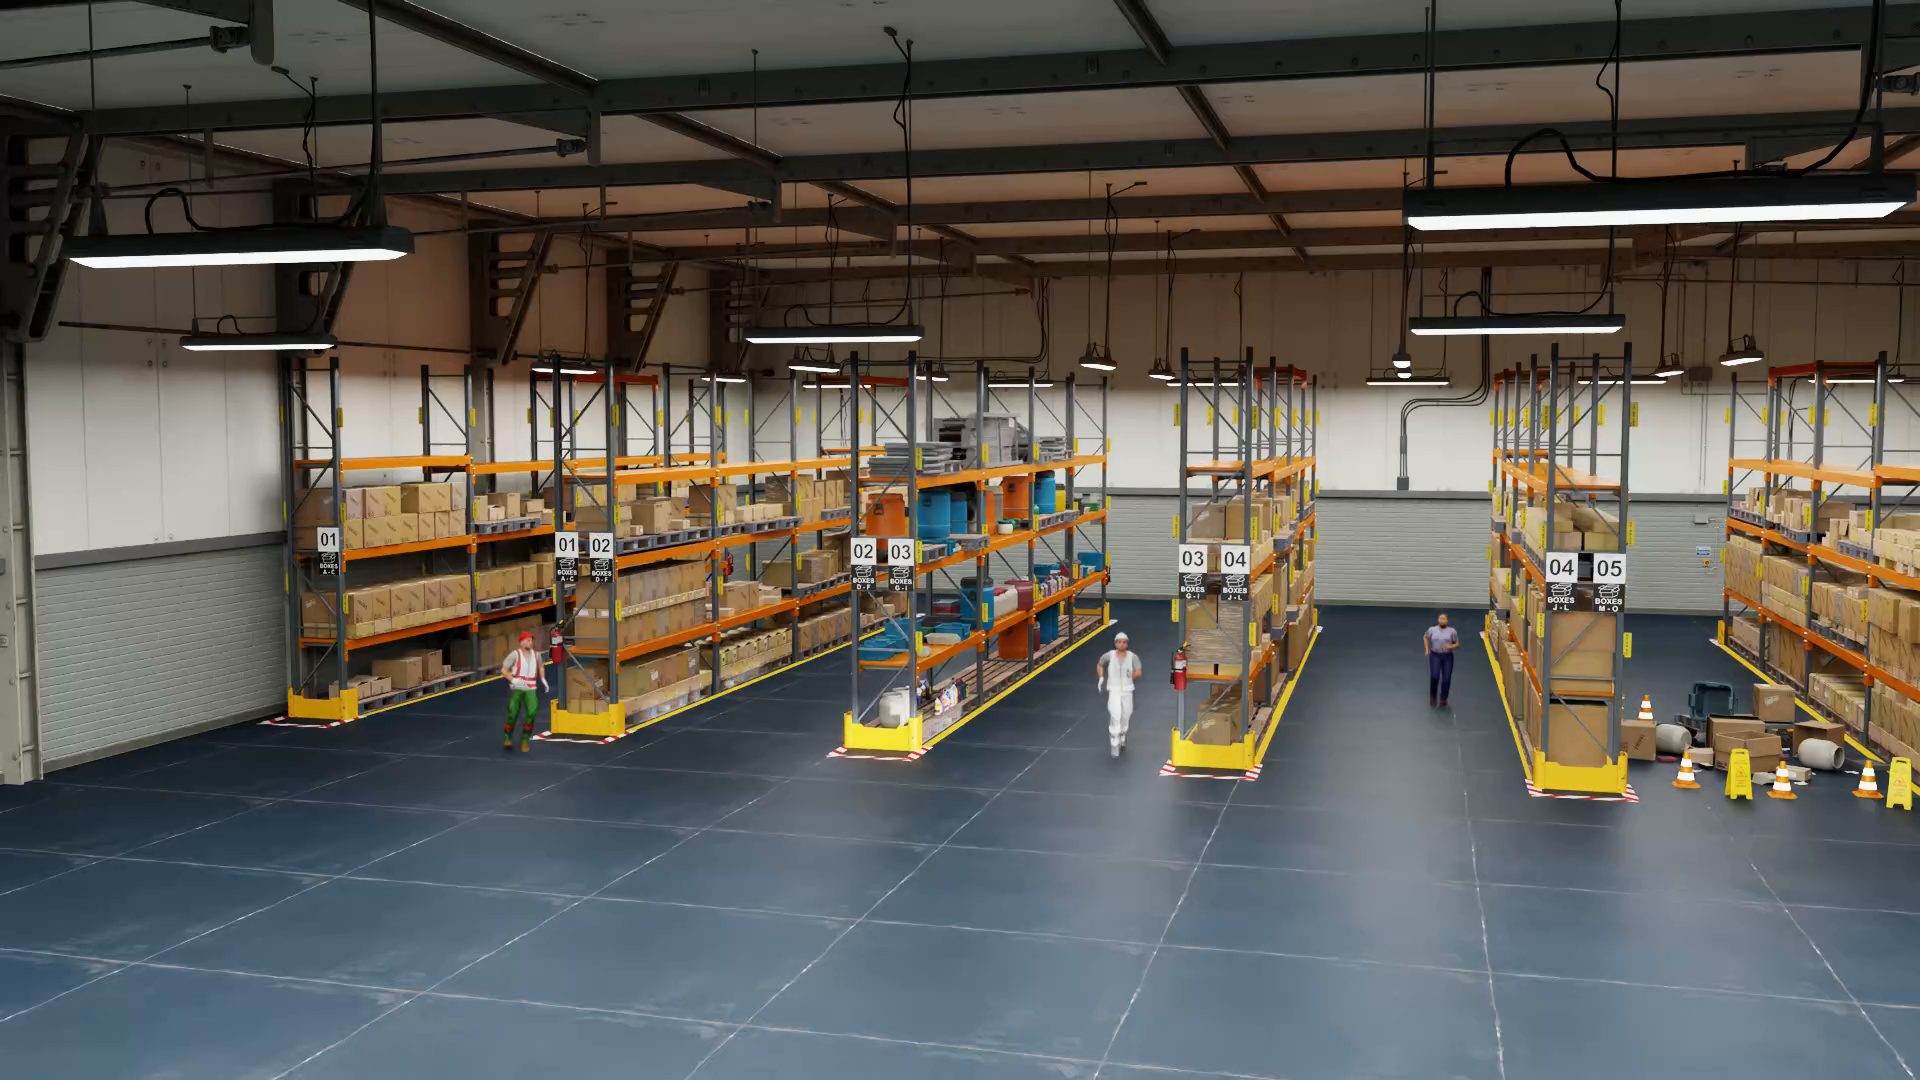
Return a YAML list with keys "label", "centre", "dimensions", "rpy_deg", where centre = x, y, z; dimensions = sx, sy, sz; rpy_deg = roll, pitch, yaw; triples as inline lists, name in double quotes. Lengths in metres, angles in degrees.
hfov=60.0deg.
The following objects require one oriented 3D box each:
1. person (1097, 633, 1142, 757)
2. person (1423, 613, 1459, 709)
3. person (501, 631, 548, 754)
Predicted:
- label: "person"
  centre: [2.381, 2.293, 24.734]
  dimensions: [0.641, 1.839, 0.761]
  rpy_deg: [0, 4, -3]
- label: "person"
  centre: [8.306, 2.082, 28.694]
  dimensions: [0.581, 1.655, 0.670]
  rpy_deg: [1, 4, 12]
- label: "person"
  centre: [-6.542, 2.277, 25.069]
  dimensions: [0.735, 1.788, 0.708]
  rpy_deg: [-2, 5, -30]
